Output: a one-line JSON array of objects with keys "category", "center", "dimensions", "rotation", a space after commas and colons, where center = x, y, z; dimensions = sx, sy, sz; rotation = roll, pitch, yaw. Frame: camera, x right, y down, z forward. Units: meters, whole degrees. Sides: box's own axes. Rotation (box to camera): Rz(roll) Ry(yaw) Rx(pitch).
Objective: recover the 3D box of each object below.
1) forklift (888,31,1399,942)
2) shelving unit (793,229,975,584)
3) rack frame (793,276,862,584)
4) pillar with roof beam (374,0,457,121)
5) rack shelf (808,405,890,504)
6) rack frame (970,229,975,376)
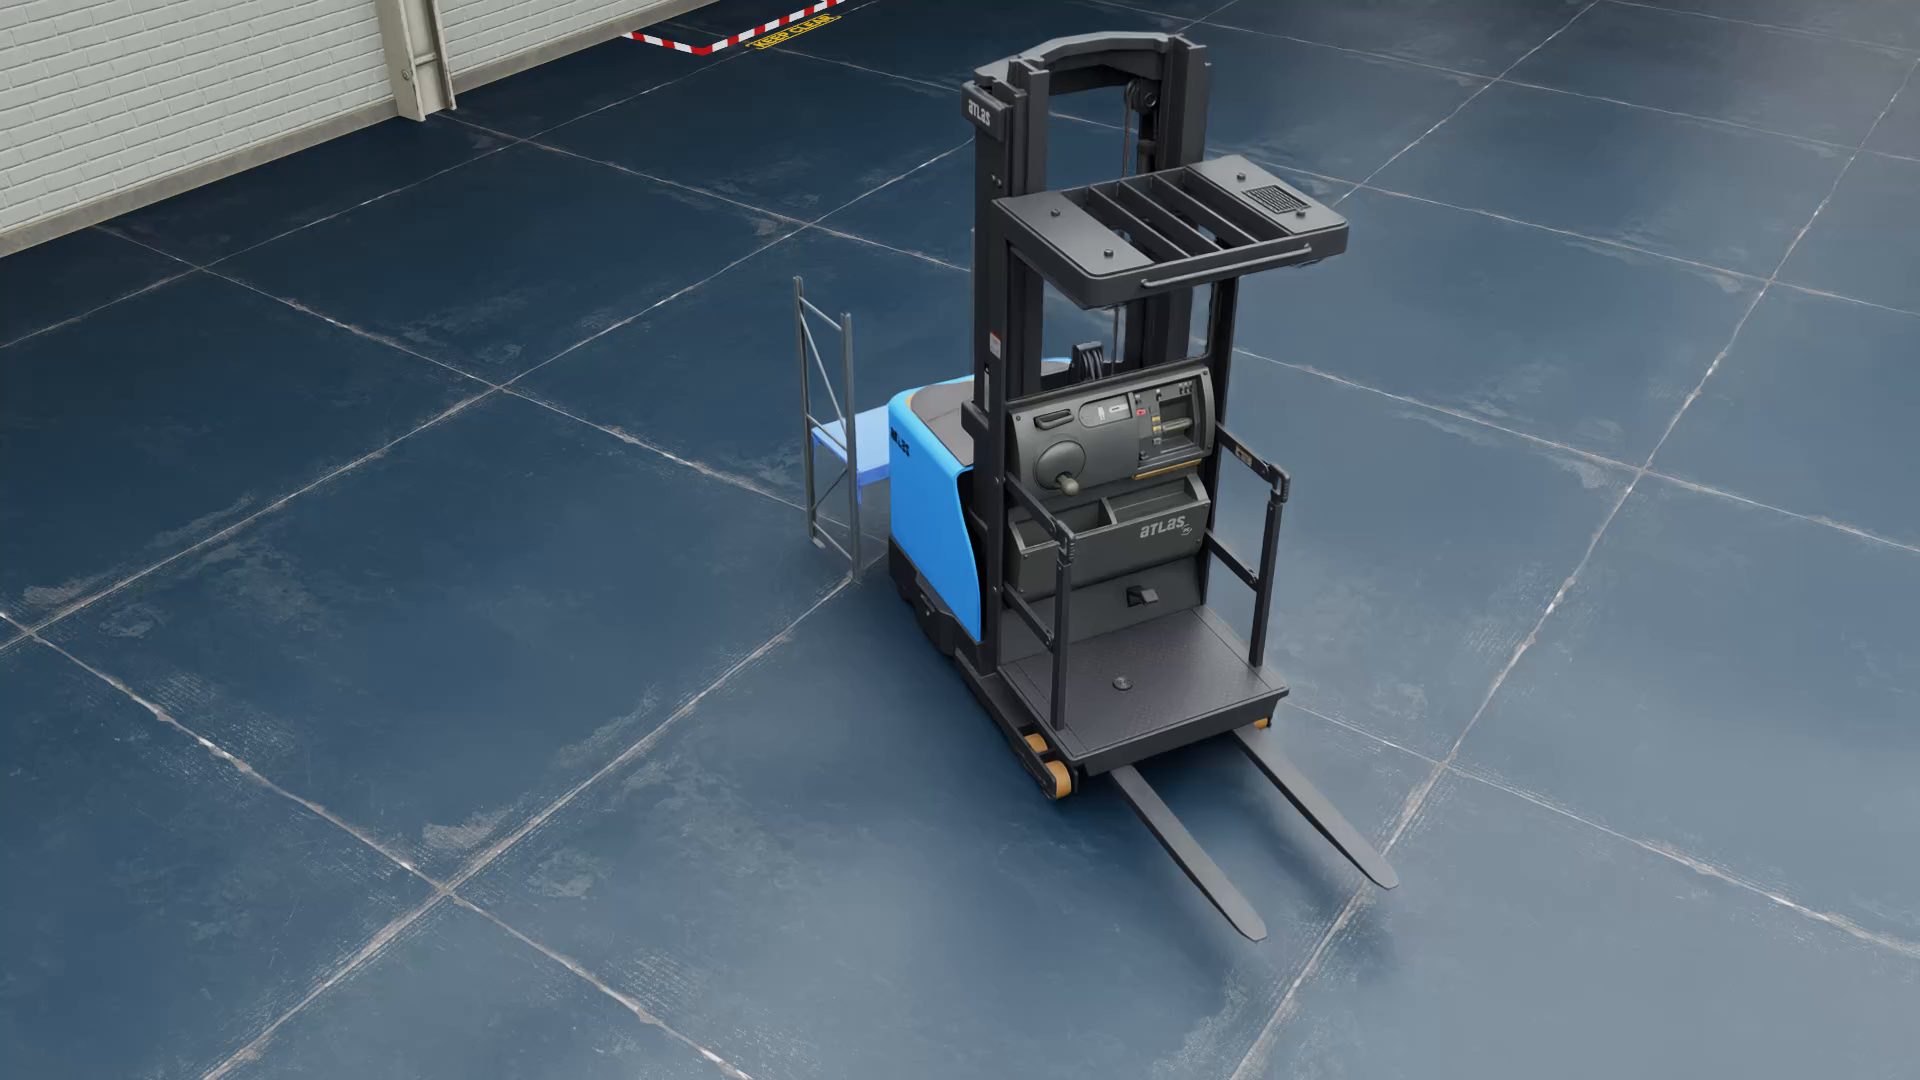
[{"category": "forklift", "center": [0.736, -0.389, 6.708], "dimensions": [1.130, 2.935, 3.031], "rotation": [-15, 37, -21]}, {"category": "shelving unit", "center": [-0.221, -0.674, 8.408], "dimensions": [1.048, 1.500, 0.538], "rotation": [-20, 39, -27]}, {"category": "rack frame", "center": [-0.646, -0.518, 8.177], "dimensions": [0.032, 1.500, 0.500], "rotation": [-20, 39, -27]}, {"category": "pillar with roof beam", "center": [-0.998, -5.999, 9.588], "dimensions": [9.100, 9.000, 0.400], "rotation": [21, 39, 28]}, {"category": "rack shelf", "center": [-0.221, -0.525, 8.509], "dimensions": [1.000, 0.185, 0.538], "rotation": [-20, 39, -27]}, {"category": "rack frame", "center": [0.203, -0.831, 8.639], "dimensions": [0.032, 1.500, 0.500], "rotation": [-20, 39, -27]}]
